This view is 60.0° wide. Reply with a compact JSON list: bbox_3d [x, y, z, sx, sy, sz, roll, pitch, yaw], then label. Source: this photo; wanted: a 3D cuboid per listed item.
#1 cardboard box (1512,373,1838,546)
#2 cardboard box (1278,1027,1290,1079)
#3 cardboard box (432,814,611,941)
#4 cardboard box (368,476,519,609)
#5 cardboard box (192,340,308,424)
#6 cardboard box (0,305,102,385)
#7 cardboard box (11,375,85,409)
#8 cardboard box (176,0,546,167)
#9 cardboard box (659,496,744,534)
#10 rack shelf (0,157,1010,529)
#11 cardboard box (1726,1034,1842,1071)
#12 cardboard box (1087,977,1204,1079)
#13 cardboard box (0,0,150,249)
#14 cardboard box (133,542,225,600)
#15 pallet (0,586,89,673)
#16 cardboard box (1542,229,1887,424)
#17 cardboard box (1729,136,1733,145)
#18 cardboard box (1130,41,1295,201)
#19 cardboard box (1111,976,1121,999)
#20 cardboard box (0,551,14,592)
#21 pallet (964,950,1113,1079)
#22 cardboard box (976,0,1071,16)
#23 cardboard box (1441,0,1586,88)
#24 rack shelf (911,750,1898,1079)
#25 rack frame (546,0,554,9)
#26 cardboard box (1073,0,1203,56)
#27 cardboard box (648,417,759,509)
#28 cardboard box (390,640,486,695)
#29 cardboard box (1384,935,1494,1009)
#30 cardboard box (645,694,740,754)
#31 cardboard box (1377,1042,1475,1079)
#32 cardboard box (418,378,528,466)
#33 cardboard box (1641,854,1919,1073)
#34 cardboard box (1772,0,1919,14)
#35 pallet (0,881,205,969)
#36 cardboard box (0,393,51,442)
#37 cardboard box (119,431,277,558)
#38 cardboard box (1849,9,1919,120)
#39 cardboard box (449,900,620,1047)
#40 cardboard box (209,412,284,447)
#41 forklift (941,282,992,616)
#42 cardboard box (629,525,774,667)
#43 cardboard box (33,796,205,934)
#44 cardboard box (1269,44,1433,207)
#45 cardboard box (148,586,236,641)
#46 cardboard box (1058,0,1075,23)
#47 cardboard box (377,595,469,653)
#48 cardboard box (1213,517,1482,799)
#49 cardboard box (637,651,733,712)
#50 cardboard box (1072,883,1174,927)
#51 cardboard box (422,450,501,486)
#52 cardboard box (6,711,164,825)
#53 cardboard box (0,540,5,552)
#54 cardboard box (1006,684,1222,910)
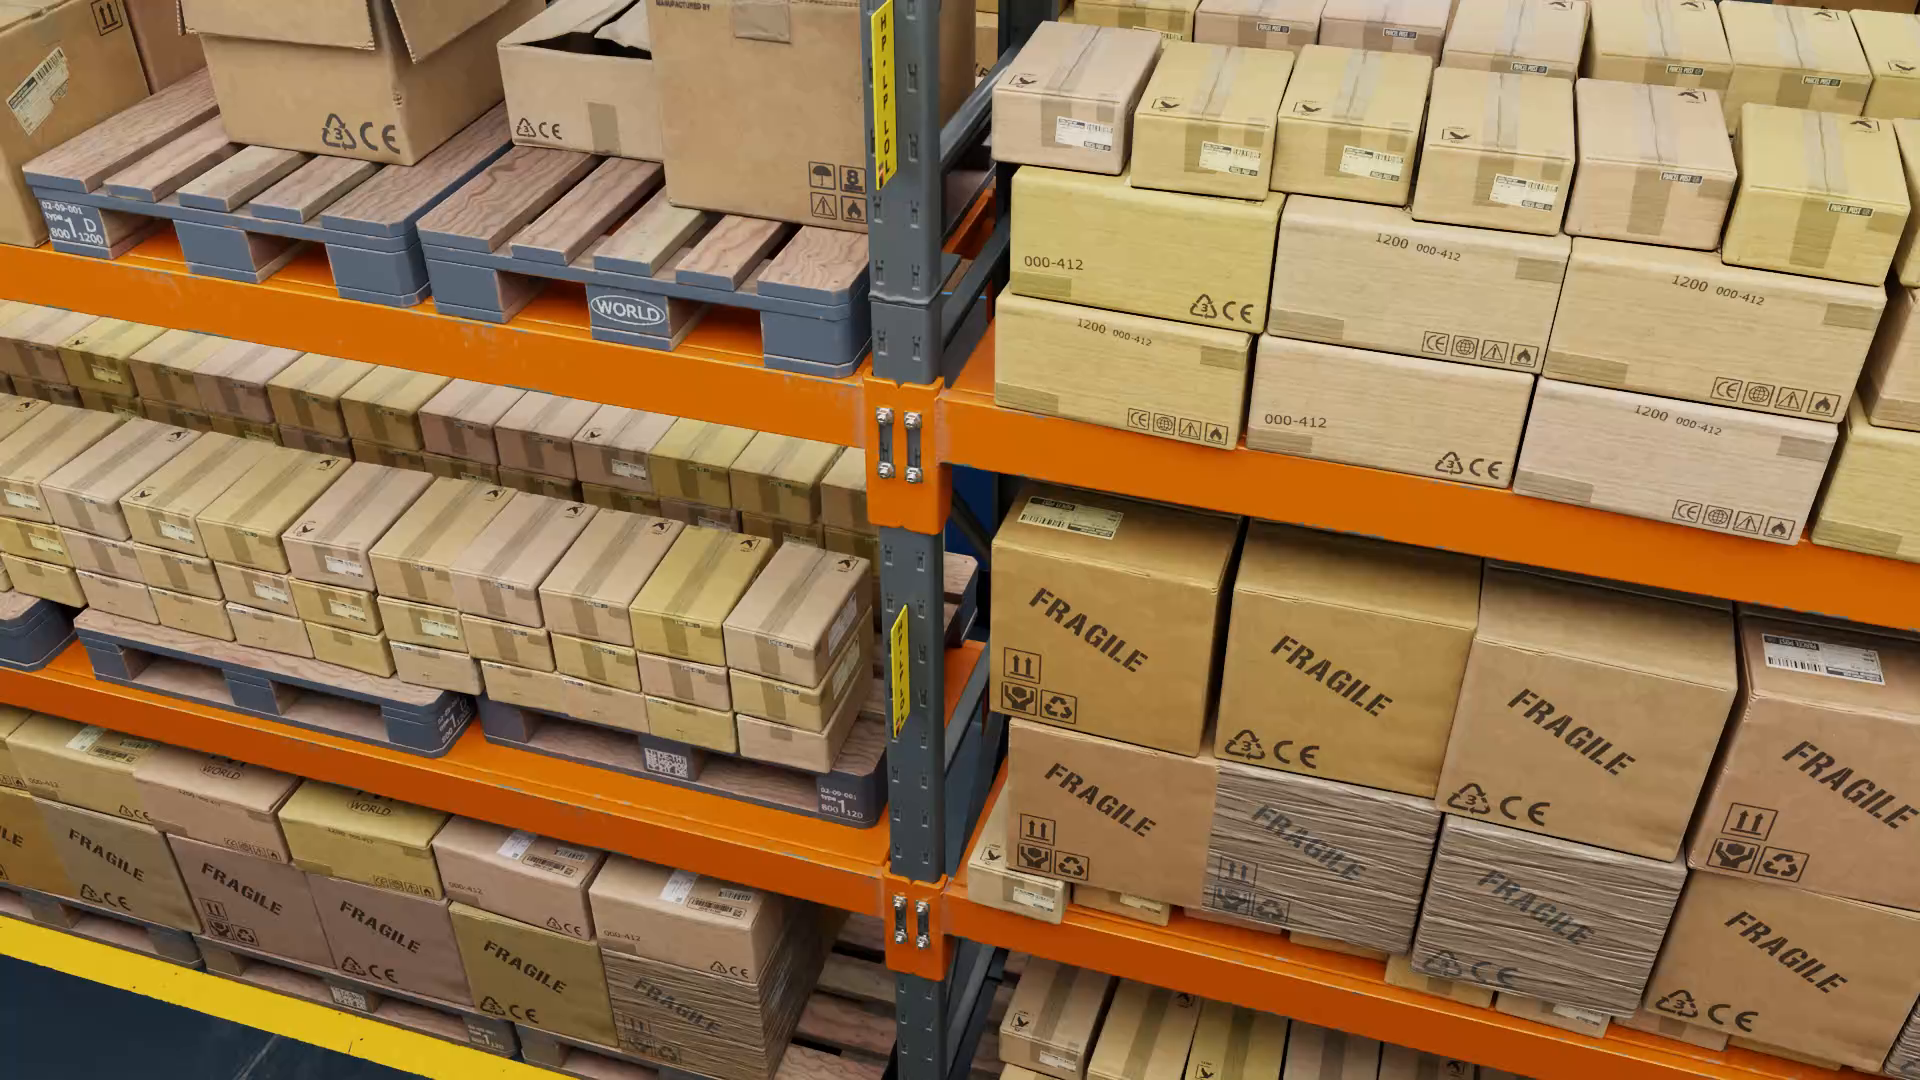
[{"bbox_3d":[1.361,-0.274,3.187,0.500,0.250,0.500,12,38,16],"label":"cardboard box"},{"bbox_3d":[1.045,1.627,4.809,0.250,0.149,0.380,9,37,12],"label":"cardboard box"},{"bbox_3d":[-1.247,0.905,5.112,0.500,0.250,0.500,12,38,16],"label":"cardboard box"},{"bbox_3d":[-1.403,0.003,4.571,0.250,0.149,0.380,9,37,12],"label":"cardboard box"},{"bbox_3d":[-2.215,-0.548,5.320,0.250,0.149,0.380,11,38,14],"label":"cardboard box"},{"bbox_3d":[-2.949,-0.685,5.506,0.250,0.149,0.380,10,38,13],"label":"cardboard box"},{"bbox_3d":[-2.930,-0.562,5.590,0.250,0.149,0.380,12,38,16],"label":"cardboard box"},{"bbox_3d":[-1.410,-1.310,4.027,0.637,0.503,0.797,10,38,13],"label":"cardboard box"},{"bbox_3d":[-0.708,-0.151,5.032,0.250,0.149,0.380,11,38,15],"label":"cardboard box"},{"bbox_3d":[-1.883,-0.815,4.404,4.000,0.370,1.077,10,38,14],"label":"rack shelf"},{"bbox_3d":[1.987,1.052,4.002,0.250,0.149,0.380,11,38,15],"label":"cardboard box"},{"bbox_3d":[0.538,1.456,4.790,0.250,0.149,0.380,12,38,16],"label":"cardboard box"},{"bbox_3d":[-2.369,-1.078,4.069,0.500,0.500,0.500,10,38,14],"label":"cardboard box"},{"bbox_3d":[-2.161,-0.012,4.843,0.250,0.149,0.380,10,38,13],"label":"cardboard box"},{"bbox_3d":[-3.080,-0.108,5.528,1.003,0.211,1.213,10,38,14],"label":"pallet"},{"bbox_3d":[1.364,-0.484,3.052,0.500,0.250,0.500,11,38,15],"label":"cardboard box"},{"bbox_3d":[1.534,-0.767,3.436,0.500,0.250,0.500,12,38,16],"label":"cardboard box"},{"bbox_3d":[0.481,-0.798,3.141,0.250,0.149,0.380,9,37,12],"label":"cardboard box"},{"bbox_3d":[0.501,1.312,5.488,0.250,0.149,0.380,11,38,14],"label":"cardboard box"},{"bbox_3d":[-2.912,-0.030,5.118,0.250,0.149,0.380,12,38,16],"label":"cardboard box"},{"bbox_3d":[0.677,1.678,5.292,1.213,0.211,1.003,10,38,14],"label":"pallet"},{"bbox_3d":[0.337,-3.012,8.382,0.637,0.503,0.797,11,38,14],"label":"cardboard box"},{"bbox_3d":[1.122,-0.979,3.388,0.250,0.149,0.380,12,38,16],"label":"cardboard box"},{"bbox_3d":[1.935,1.100,4.332,4.000,0.370,1.077,10,38,14],"label":"rack shelf"},{"bbox_3d":[-2.217,-3.039,9.349,0.127,3.000,1.000,10,38,14],"label":"rack frame"},{"bbox_3d":[0.406,-1.153,3.624,0.250,0.149,0.380,9,37,12],"label":"cardboard box"},{"bbox_3d":[-0.725,-0.274,4.947,0.250,0.149,0.380,11,38,14],"label":"cardboard box"},{"bbox_3d":[-1.404,0.249,4.739,0.250,0.149,0.380,9,37,12],"label":"cardboard box"},{"bbox_3d":[1.216,0.947,4.145,0.250,0.149,0.380,11,38,15],"label":"cardboard box"},{"bbox_3d":[-0.661,0.385,4.554,0.250,0.149,0.380,11,38,14],"label":"cardboard box"},{"bbox_3d":[1.268,1.597,4.598,0.250,0.149,0.380,11,38,15],"label":"cardboard box"},{"bbox_3d":[-1.448,-0.409,5.131,0.250,0.149,0.380,12,38,16],"label":"cardboard box"},{"bbox_3d":[1.888,0.797,3.801,0.500,0.500,0.500,12,38,16],"label":"cardboard box"},{"bbox_3d":[4.068,-2.401,7.724,0.500,0.500,0.500,10,37,13],"label":"cardboard box"},{"bbox_3d":[-3.047,1.011,6.198,1.213,0.211,1.003,10,38,14],"label":"pallet"},{"bbox_3d":[-2.919,-0.275,4.949,0.250,0.149,0.380,10,38,14],"label":"cardboard box"},{"bbox_3d":[-2.154,-0.135,4.759,0.250,0.149,0.380,12,38,15],"label":"cardboard box"},{"bbox_3d":[1.896,-0.905,3.287,0.250,0.149,0.380,10,37,13],"label":"cardboard box"},{"bbox_3d":[-1.246,1.215,5.323,0.500,0.500,0.500,10,37,13],"label":"cardboard box"},{"bbox_3d":[-2.202,-0.428,5.407,0.250,0.149,0.380,10,38,14],"label":"cardboard box"},{"bbox_3d":[-0.897,-1.251,6.977,3.031,2.935,1.130,8,37,10],"label":"forklift"},{"bbox_3d":[-0.673,0.141,4.383,0.250,0.149,0.380,9,37,13],"label":"cardboard box"},{"bbox_3d":[-2.712,0.943,5.692,0.500,0.500,0.500,11,38,14],"label":"cardboard box"},{"bbox_3d":[0.737,-0.785,3.125,0.250,0.149,0.380,10,38,13],"label":"cardboard box"},{"bbox_3d":[-2.159,0.108,4.930,0.250,0.149,0.380,11,38,15],"label":"cardboard box"},{"bbox_3d":[0.603,-2.392,8.385,0.500,0.500,0.500,12,38,15],"label":"cardboard box"},{"bbox_3d":[-1.411,0.126,4.655,0.250,0.149,0.380,9,37,12],"label":"cardboard box"},{"bbox_3d":[0.883,0.194,3.777,0.500,0.500,0.500,9,37,13],"label":"cardboard box"},{"bbox_3d":[-0.665,0.264,4.467,0.250,0.149,0.380,11,38,14],"label":"cardboard box"},{"bbox_3d":[0.467,0.796,4.349,0.250,0.149,0.380,12,38,15],"label":"cardboard box"},{"bbox_3d":[-1.467,-0.290,5.221,0.250,0.149,0.380,10,37,13],"label":"cardboard box"},{"bbox_3d":[-2.722,0.633,5.481,0.500,0.250,0.500,10,38,13],"label":"cardboard box"},{"bbox_3d":[-2.876,-0.147,5.026,0.250,0.149,0.380,9,37,12],"label":"cardboard box"},{"bbox_3d":[0.423,0.527,4.169,0.500,0.500,0.500,10,37,13],"label":"cardboard box"}]
